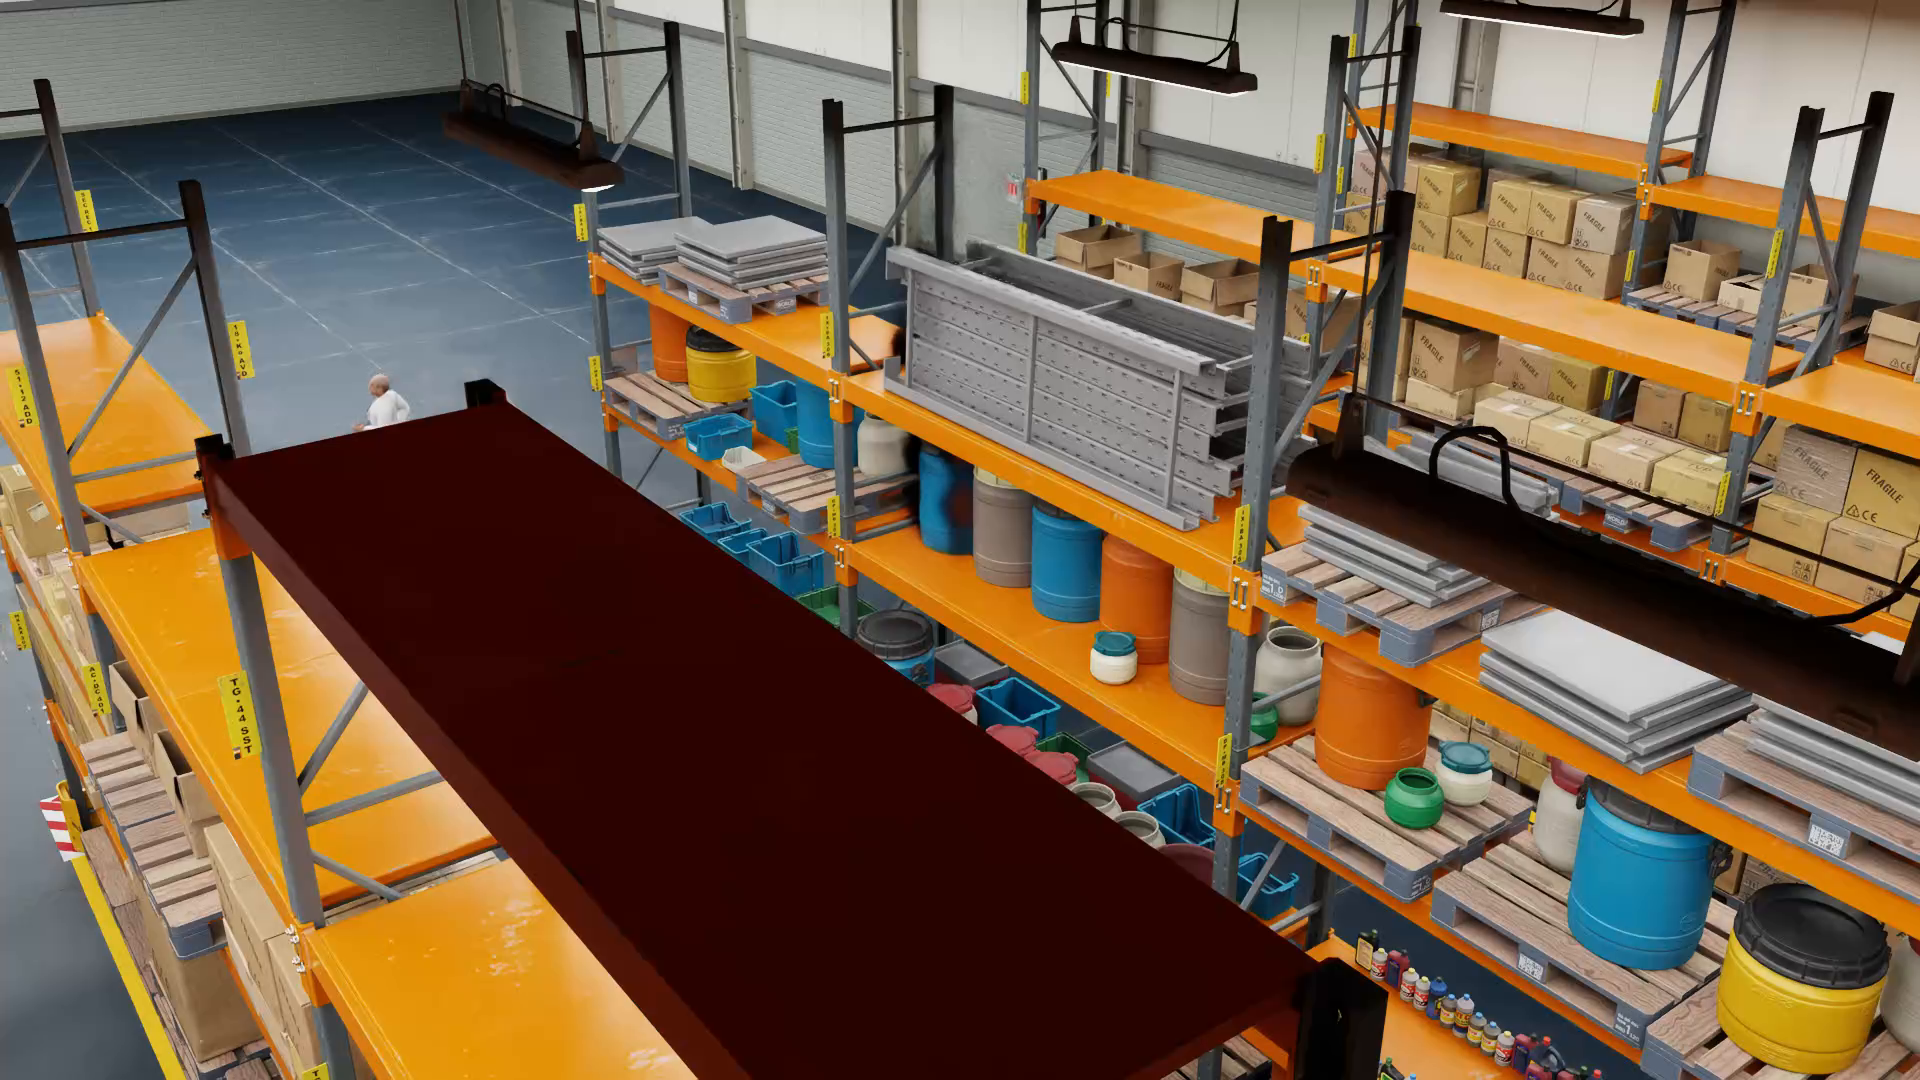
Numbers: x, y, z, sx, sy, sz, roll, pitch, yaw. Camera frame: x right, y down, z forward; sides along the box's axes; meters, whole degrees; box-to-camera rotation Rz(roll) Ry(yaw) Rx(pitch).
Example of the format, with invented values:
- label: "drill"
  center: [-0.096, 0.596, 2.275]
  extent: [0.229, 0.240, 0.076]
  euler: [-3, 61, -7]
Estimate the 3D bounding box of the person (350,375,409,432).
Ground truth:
- label: "person"
  center: [-6.535, -1.073, 19.176]
  extent: [0.954, 1.756, 0.709]
  euler: [-6, 25, -12]
